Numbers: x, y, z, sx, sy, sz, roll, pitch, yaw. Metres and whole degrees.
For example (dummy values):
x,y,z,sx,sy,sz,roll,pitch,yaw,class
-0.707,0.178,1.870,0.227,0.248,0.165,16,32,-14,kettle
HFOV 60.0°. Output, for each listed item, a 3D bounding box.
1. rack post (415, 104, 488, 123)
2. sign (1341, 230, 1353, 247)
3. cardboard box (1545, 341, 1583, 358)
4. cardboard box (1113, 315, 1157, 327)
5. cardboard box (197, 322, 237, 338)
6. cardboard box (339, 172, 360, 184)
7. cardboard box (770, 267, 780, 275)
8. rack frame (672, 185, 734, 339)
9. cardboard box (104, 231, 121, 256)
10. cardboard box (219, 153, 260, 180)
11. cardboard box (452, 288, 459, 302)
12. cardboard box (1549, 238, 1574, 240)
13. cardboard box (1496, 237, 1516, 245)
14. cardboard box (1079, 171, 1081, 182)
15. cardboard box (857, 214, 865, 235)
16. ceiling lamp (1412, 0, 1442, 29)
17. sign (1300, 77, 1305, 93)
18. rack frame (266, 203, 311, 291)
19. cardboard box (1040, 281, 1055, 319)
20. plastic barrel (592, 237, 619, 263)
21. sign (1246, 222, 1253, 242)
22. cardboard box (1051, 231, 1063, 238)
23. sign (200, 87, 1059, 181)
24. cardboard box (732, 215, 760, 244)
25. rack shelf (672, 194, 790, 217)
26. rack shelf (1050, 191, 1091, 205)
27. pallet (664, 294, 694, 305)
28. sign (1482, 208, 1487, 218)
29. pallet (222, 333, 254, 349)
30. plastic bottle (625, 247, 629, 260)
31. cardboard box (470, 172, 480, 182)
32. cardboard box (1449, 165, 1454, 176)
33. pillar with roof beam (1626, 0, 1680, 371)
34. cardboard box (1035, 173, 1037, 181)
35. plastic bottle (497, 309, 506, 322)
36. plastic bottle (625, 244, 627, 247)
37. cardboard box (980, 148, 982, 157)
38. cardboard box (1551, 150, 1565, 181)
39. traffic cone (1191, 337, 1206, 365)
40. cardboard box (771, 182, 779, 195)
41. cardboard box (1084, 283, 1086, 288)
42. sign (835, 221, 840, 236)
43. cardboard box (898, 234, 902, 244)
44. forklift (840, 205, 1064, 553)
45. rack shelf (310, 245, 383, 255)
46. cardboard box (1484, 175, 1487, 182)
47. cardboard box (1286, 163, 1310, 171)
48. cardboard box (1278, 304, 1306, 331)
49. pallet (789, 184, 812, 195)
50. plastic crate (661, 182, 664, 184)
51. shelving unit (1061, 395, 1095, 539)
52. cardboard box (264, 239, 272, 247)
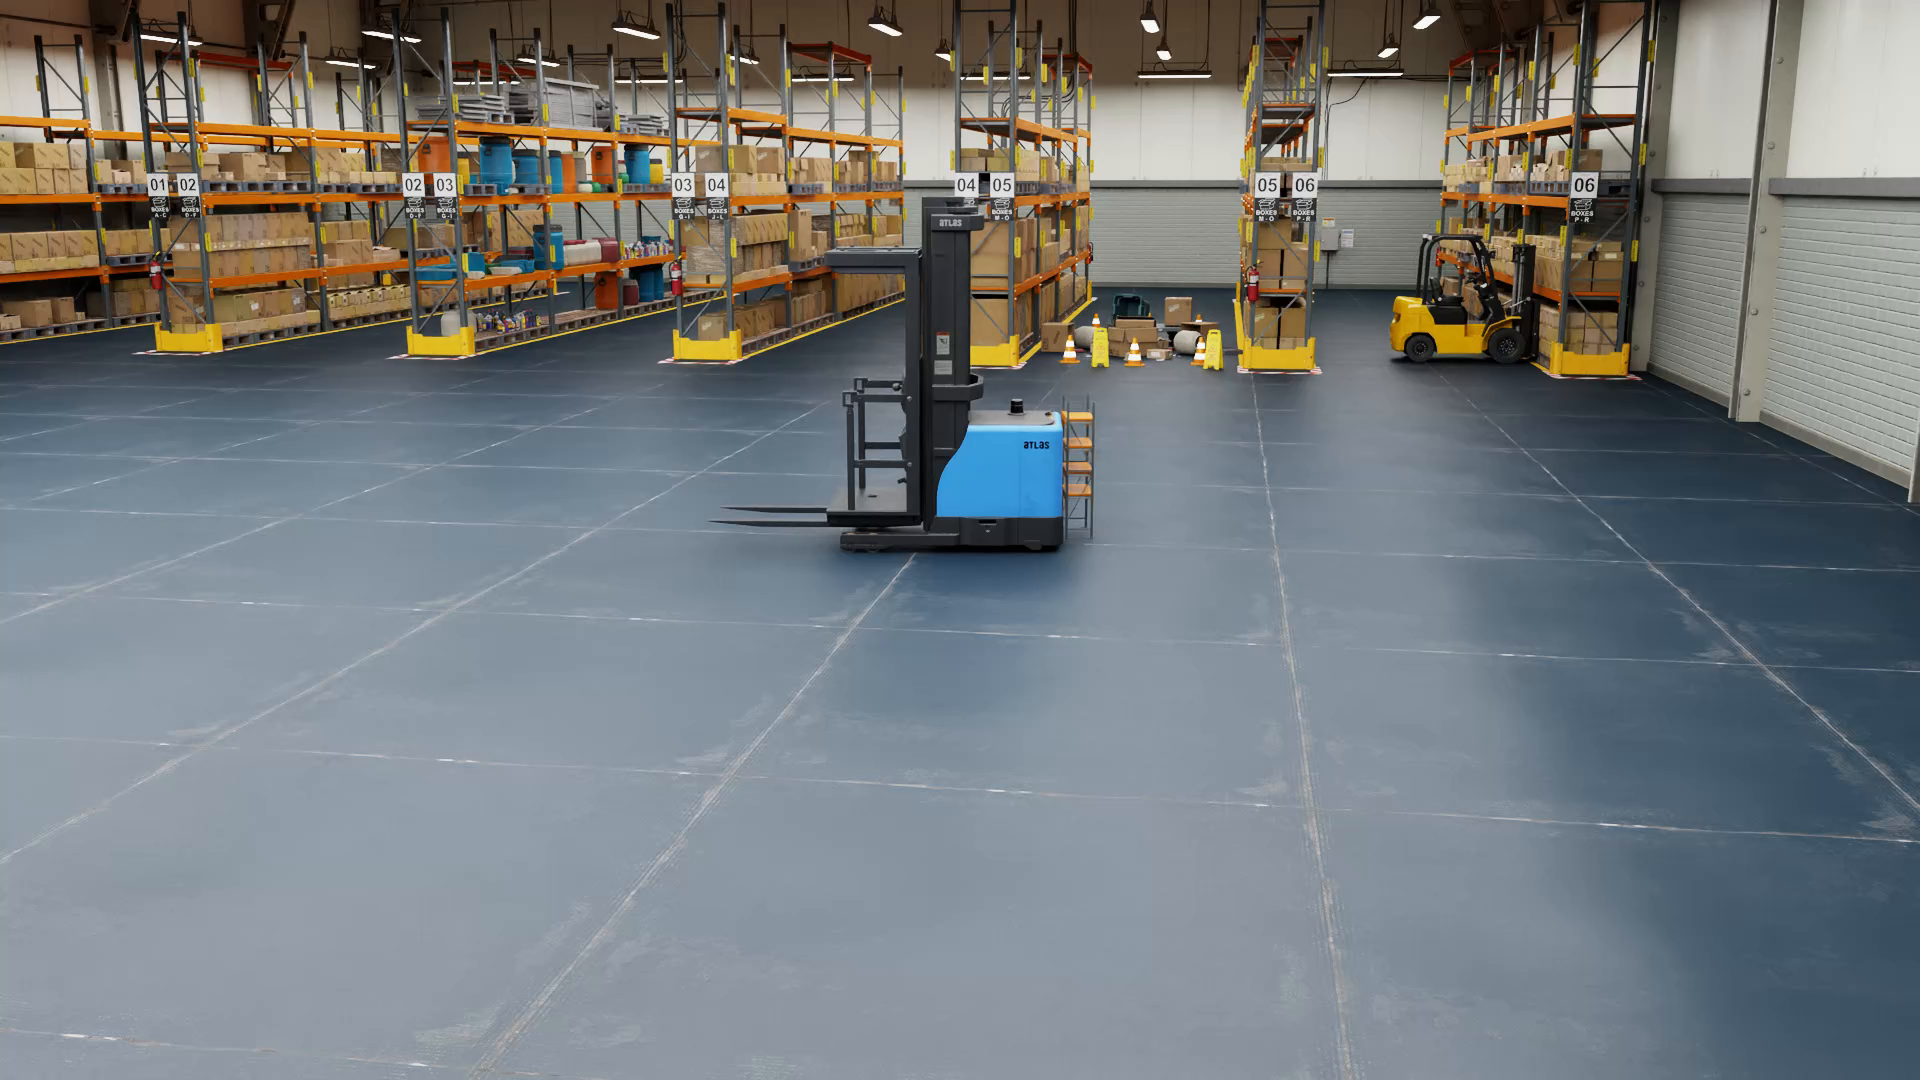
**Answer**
x,y,z,sx,sy,sz,roll,pitch,yaw,class
-9.120,-7.664,29.882,0.937,0.300,0.954,3,13,15,rack post
11.203,-8.728,48.100,0.329,0.494,0.001,2,12,9,sign
9.990,-3.150,27.520,0.500,0.250,0.500,2,12,9,cardboard box
3.229,-3.830,30.747,0.797,0.637,0.503,2,12,9,cardboard box
-13.953,-3.949,31.229,0.500,0.250,0.500,2,12,9,cardboard box
-13.286,-7.811,35.856,0.500,0.250,0.500,1,12,4,cardboard box
-3.669,-5.160,31.914,0.380,0.149,0.250,2,12,9,cardboard box
-4.468,-4.662,29.006,1.000,3.000,0.127,2,12,9,rack frame
-18.424,-6.345,35.534,0.700,0.500,0.500,2,12,9,cardboard box
-13.730,-7.110,31.677,0.500,0.500,0.500,2,12,9,cardboard box
-12.440,-6.050,40.335,0.500,0.500,0.500,1,12,7,cardboard box
10.307,-5.093,28.523,0.380,0.149,0.250,2,12,9,cardboard box
11.066,-6.045,33.648,0.380,0.149,0.250,2,12,10,cardboard box
2.656,-8.812,40.311,0.500,0.250,0.500,2,12,8,cardboard box
-2.712,-7.566,39.863,0.797,0.503,0.637,2,12,7,cardboard box
8.652,-10.842,29.587,0.800,3.185,2.000,2,12,9,ceiling lamp
7.093,-9.419,34.433,0.100,0.325,0.005,2,12,9,sign
-17.305,-7.642,42.831,1.000,3.000,0.127,2,12,9,rack frame
1.466,-5.127,35.508,1.050,0.750,0.750,2,12,8,cardboard box
-7.903,-6.448,36.970,0.600,0.536,0.708,2,12,9,plastic barrel
4.779,-5.084,27.464,0.100,0.325,0.005,2,12,9,sign
2.111,-6.883,37.497,0.380,0.149,0.250,2,12,10,cardboard box
-7.720,-8.883,36.180,19.877,2.109,1.408,2,12,9,sign
-3.954,-5.659,30.314,0.500,0.500,0.500,2,12,9,cardboard box
-4.160,-6.193,30.698,1.077,0.370,4.000,2,12,9,rack shelf
2.571,-8.509,41.446,1.077,0.370,4.000,2,12,9,rack shelf
-7.441,-6.112,42.352,1.003,0.211,1.213,2,12,9,pallet
13.236,-8.210,41.970,0.100,0.325,0.005,2,12,9,sign
-14.179,-3.781,31.538,1.003,0.211,1.213,2,12,9,pallet
-7.650,-6.577,38.170,0.061,0.283,0.133,2,12,9,plastic bottle
-12.090,-9.212,42.170,0.500,0.250,0.500,2,12,9,cardboard box
12.214,-9.000,40.478,0.500,0.250,0.500,2,12,8,cardboard box
6.974,-7.369,27.326,9.100,9.000,0.400,2,12,9,pillar with roof beam
1.216,-6.718,30.789,0.380,0.149,0.250,2,12,10,cardboard box
-9.138,-4.416,33.108,0.144,0.351,0.185,2,12,9,plastic bottle
-8.106,-6.983,40.071,0.152,0.276,0.135,2,12,9,plastic bottle
0.174,-6.601,28.352,0.380,0.149,0.250,2,12,9,cardboard box
10.313,-6.260,27.831,0.700,0.500,0.500,2,12,9,cardboard box
4.116,-3.232,28.393,0.336,0.463,0.334,2,12,9,traffic cone
-3.755,-6.676,31.587,0.500,0.250,0.500,2,12,10,cardboard box
3.079,-6.649,43.290,0.380,0.149,0.250,2,12,7,cardboard box
-2.700,-6.839,36.547,0.100,0.325,0.005,2,12,9,sign
-1.819,-7.955,43.937,0.500,0.250,0.500,2,12,8,cardboard box
-0.083,-1.402,14.194,1.939,2.867,1.129,0,12,2,forklift
-16.998,-7.706,44.839,1.077,0.370,4.000,2,12,9,rack shelf
11.501,-7.783,35.776,0.380,0.149,0.250,2,12,10,cardboard box
5.581,-6.142,27.455,0.380,0.149,0.250,2,12,8,cardboard box
5.801,-3.842,28.949,0.500,0.500,0.500,1,12,7,cardboard box
-3.652,-6.994,33.154,1.213,0.211,1.003,2,12,9,pallet
-7.691,-8.905,41.971,0.416,0.233,0.300,2,12,9,plastic crate
1.034,-0.649,14.659,0.258,1.200,0.503,0,12,-1,shelving unit
-13.705,-5.799,32.506,0.380,0.149,0.250,2,12,11,cardboard box
